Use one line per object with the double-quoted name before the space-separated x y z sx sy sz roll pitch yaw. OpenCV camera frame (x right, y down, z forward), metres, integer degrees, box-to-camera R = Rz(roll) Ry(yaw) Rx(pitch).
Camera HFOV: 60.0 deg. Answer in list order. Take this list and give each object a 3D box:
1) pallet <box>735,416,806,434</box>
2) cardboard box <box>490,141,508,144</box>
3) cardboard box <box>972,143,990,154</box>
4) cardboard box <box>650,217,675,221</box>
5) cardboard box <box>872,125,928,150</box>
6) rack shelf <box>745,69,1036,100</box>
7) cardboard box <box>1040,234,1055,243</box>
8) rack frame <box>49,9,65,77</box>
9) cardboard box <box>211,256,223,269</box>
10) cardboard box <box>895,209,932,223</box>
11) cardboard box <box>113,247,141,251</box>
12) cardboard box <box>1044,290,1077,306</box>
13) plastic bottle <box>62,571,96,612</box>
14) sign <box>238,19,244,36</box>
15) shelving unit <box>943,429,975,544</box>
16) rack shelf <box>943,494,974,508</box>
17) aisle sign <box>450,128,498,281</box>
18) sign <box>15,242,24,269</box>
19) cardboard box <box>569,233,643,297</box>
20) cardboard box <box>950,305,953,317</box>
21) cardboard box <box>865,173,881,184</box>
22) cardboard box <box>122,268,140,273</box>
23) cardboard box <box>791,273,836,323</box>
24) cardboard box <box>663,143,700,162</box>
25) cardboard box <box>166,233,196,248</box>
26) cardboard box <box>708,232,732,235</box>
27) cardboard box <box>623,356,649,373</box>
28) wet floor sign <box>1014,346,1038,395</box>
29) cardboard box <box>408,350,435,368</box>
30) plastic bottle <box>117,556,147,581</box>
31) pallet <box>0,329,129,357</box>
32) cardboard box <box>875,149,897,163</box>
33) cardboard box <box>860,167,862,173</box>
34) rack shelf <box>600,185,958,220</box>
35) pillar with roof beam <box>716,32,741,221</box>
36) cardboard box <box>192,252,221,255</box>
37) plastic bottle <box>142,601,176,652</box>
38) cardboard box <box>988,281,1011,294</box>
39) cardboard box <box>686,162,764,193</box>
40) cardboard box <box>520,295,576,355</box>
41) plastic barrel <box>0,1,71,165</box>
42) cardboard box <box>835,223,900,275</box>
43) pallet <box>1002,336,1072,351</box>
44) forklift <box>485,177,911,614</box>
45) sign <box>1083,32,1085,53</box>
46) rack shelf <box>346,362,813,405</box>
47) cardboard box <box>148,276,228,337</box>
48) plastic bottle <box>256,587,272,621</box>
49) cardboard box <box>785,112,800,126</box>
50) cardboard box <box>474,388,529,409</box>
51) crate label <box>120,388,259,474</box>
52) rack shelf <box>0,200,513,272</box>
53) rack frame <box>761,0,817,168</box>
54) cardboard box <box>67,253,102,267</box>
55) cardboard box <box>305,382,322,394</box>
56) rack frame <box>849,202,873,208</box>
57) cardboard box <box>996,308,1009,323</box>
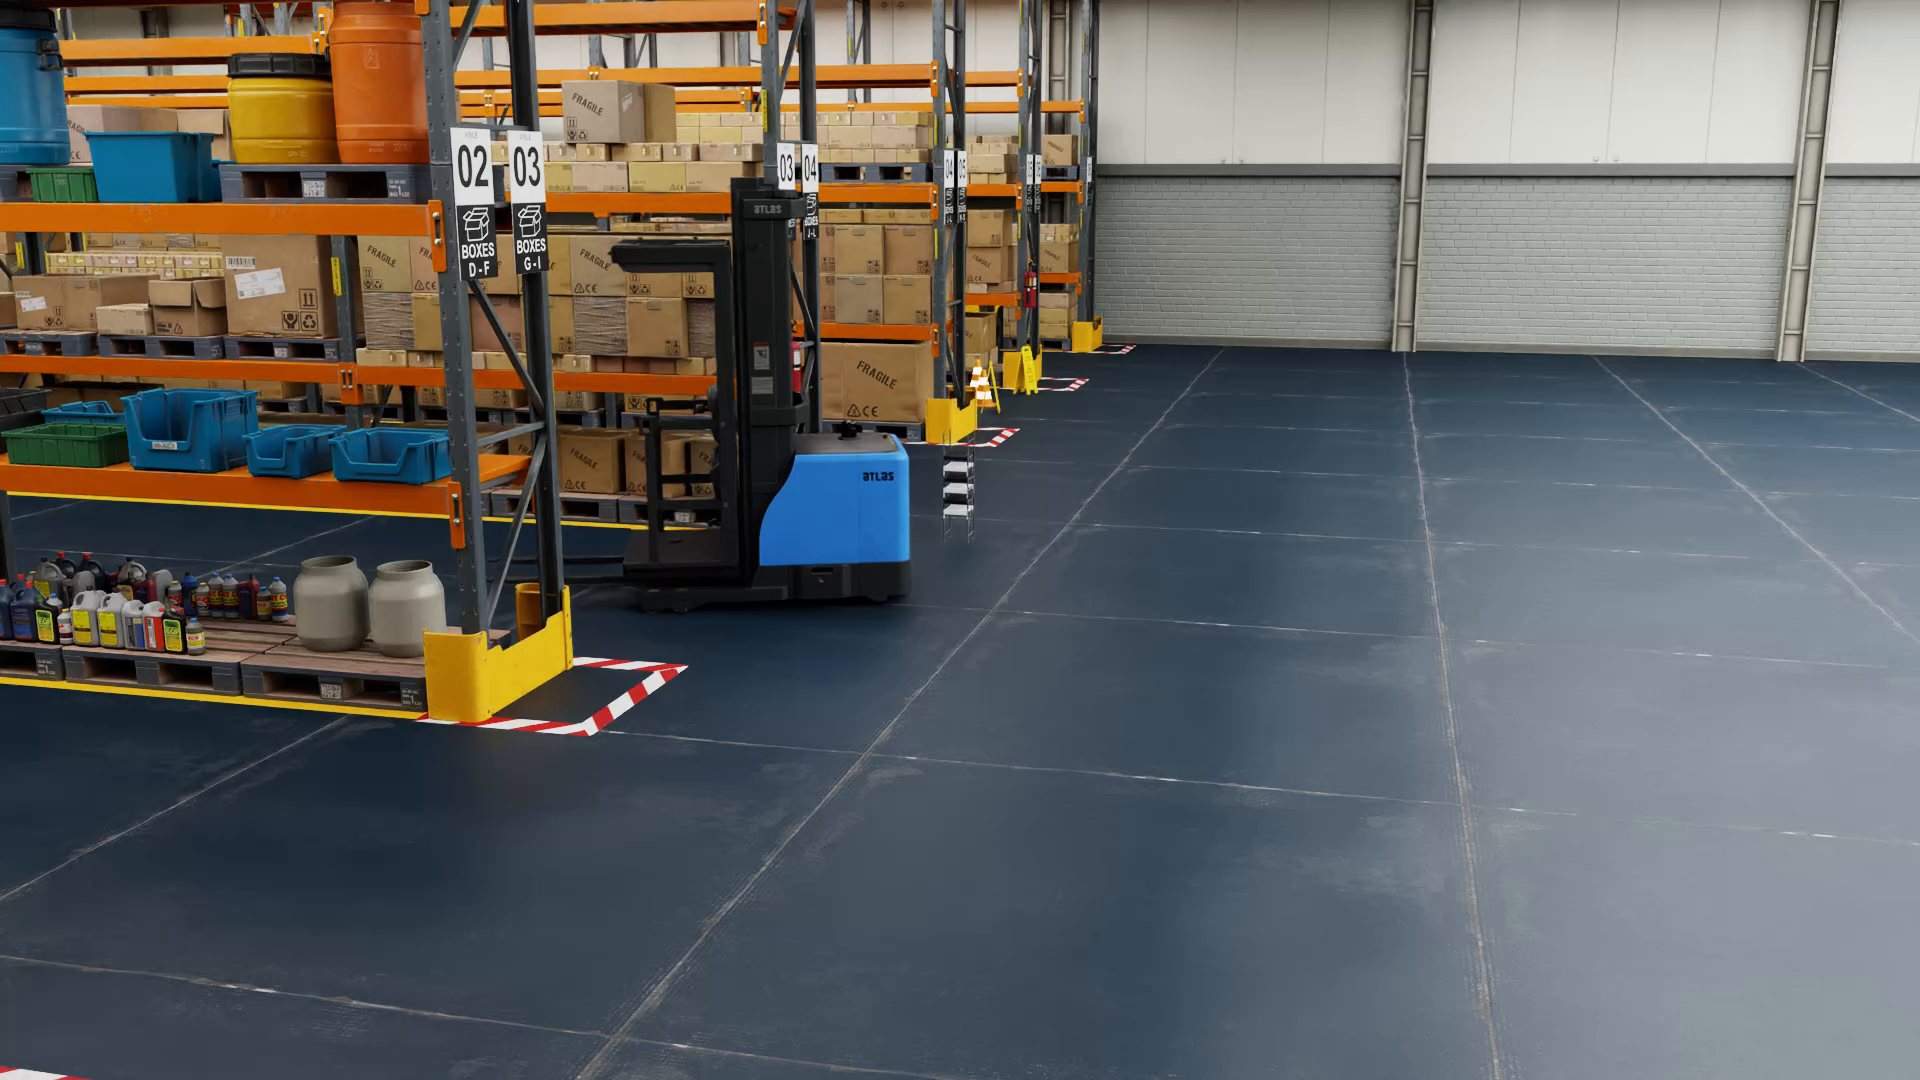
"pallet" -2.092 -1.396 19.538 1.213 0.211 1.003 3 13 14
"cardboard box" -5.251 -4.539 19.487 0.500 0.250 0.500 3 13 13
"cardboard box" 0.332 -5.423 23.063 0.250 0.149 0.380 3 13 15
"cardboard box" -4.358 -4.657 24.413 0.250 0.149 0.380 2 13 11
"cardboard box" -0.658 -4.425 18.288 0.500 0.250 0.500 3 13 14
"rack shelf" -0.970 -6.394 23.448 4.000 0.370 1.077 3 13 14
"cardboard box" 1.499 -5.090 28.023 0.250 0.149 0.380 3 13 14
"rack frame" -11.766 -6.220 20.993 0.127 3.000 1.000 3 13 14
"cardboard box" -8.966 -3.413 20.427 0.250 0.149 0.380 3 13 15
"cardboard box" -0.586 -4.410 23.460 0.500 0.500 0.700 3 13 13
"cardboard box" -13.177 -4.458 26.671 0.500 0.500 0.500 3 13 13
"cardboard box" 1.736 -4.174 28.693 0.500 0.250 0.500 3 13 13
"plastic bottle" -5.603 0.333 10.578 0.135 0.276 0.152 3 13 14
"sign" -10.835 -7.684 25.070 0.005 0.325 0.100 3 13 14
"shelving unit" -0.008 -0.440 13.638 0.210 0.900 0.258 3 13 14
"rack shelf" -0.008 -0.319 13.665 0.200 0.077 0.258 3 13 14
"aisle sign" -2.590 -1.792 8.884 0.004 0.787 0.394 3 13 14
"sign" -11.889 -3.599 21.033 0.005 0.325 0.100 3 13 14
"cardboard box" -2.967 -2.341 14.132 0.500 0.500 0.500 3 13 14
"cardboard box" -0.241 -3.252 23.615 0.250 0.149 0.380 3 13 15
"cardboard box" -1.168 -5.116 23.522 0.250 0.149 0.380 3 13 14
"cardboard box" -10.219 -3.335 20.762 0.250 0.149 0.380 3 13 13
"cardboard box" -1.540 -2.831 19.222 0.550 0.550 0.875 3 13 14
"cardboard box" -2.263 -3.195 13.708 0.250 0.149 0.380 2 13 11
"cardboard box" -12.190 -4.893 26.324 0.500 0.500 0.500 3 13 14
"cardboard box" -1.871 -2.399 14.394 0.500 0.500 0.500 3 13 14
"cardboard box" -2.698 -1.533 14.296 0.250 0.149 0.380 3 13 14
"wet floor sign" 0.900 -2.330 22.748 0.232 0.644 0.267 8 15 33
"cardboard box" -4.660 -1.618 14.683 0.250 0.149 0.380 3 13 14
"plastic bottle" -5.278 0.281 10.641 0.185 0.351 0.144 3 13 13
"pallet" -8.452 -1.938 15.985 1.003 0.211 1.213 3 13 14
"cardboard box" -0.764 -4.223 18.298 0.250 0.149 0.380 3 13 14
"cardboard box" -1.564 -5.325 23.542 0.500 0.250 0.500 3 13 14
"rack shelf" -2.058 -3.885 19.057 4.000 0.370 1.077 3 13 14
"pillar with roof beam" -5.159 -7.319 25.947 0.400 9.000 9.100 3 13 14
"cardboard box" -9.561 -3.589 21.222 0.250 0.149 0.380 3 13 15
"plastic bottle" -4.715 0.504 9.810 0.135 0.276 0.152 3 13 14
"cardboard box" 0.558 -3.566 23.463 0.250 0.149 0.380 4 13 15
"cardboard box" -1.931 -2.993 13.722 0.500 0.250 0.500 3 13 15
"cardboard box" -3.402 -1.923 14.559 0.500 0.500 0.875 3 13 14
"plastic barrel" -5.532 -2.637 9.641 0.708 0.901 0.600 3 13 14
"cardboard box" -1.023 -3.305 18.867 0.550 0.550 0.875 3 13 14
"pallet" 1.405 -3.428 28.698 1.213 0.211 1.003 3 13 14
"forklift" -1.902 -1.046 11.681 3.031 2.935 1.130 -2 13 -7
"sign" 2.014 -8.069 26.986 0.005 0.325 0.100 3 13 14
"rack shelf" -3.344 -1.383 14.704 4.000 0.370 1.077 3 13 14
"cardboard box" -6.991 -2.164 15.355 0.637 0.503 0.797 4 13 19
"plastic bottle" -4.375 0.397 10.463 0.097 0.201 0.097 0 13 0
"cardboard box" -1.758 -4.666 18.450 0.250 0.149 0.380 3 13 13
"cardboard box" -5.559 -2.047 20.259 0.750 0.750 1.050 3 13 14
"crate label" -4.441 -0.645 9.634 0.616 0.435 0.502 3 13 14
"rack shelf" -4.531 -1.806 9.685 4.000 0.370 1.077 3 13 14
"rack frame" -1.402 -4.559 13.509 0.127 3.000 1.000 3 13 14
"cardboard box" -10.974 -3.520 20.910 0.250 0.149 0.380 3 13 14
"cardboard box" -8.508 -2.159 21.340 0.500 0.500 0.500 3 13 11
"rack frame" -1.726 -4.966 29.193 0.127 3.000 1.000 3 13 14
"cardboard box" 0.620 -3.876 28.501 0.500 0.250 0.500 3 13 12
